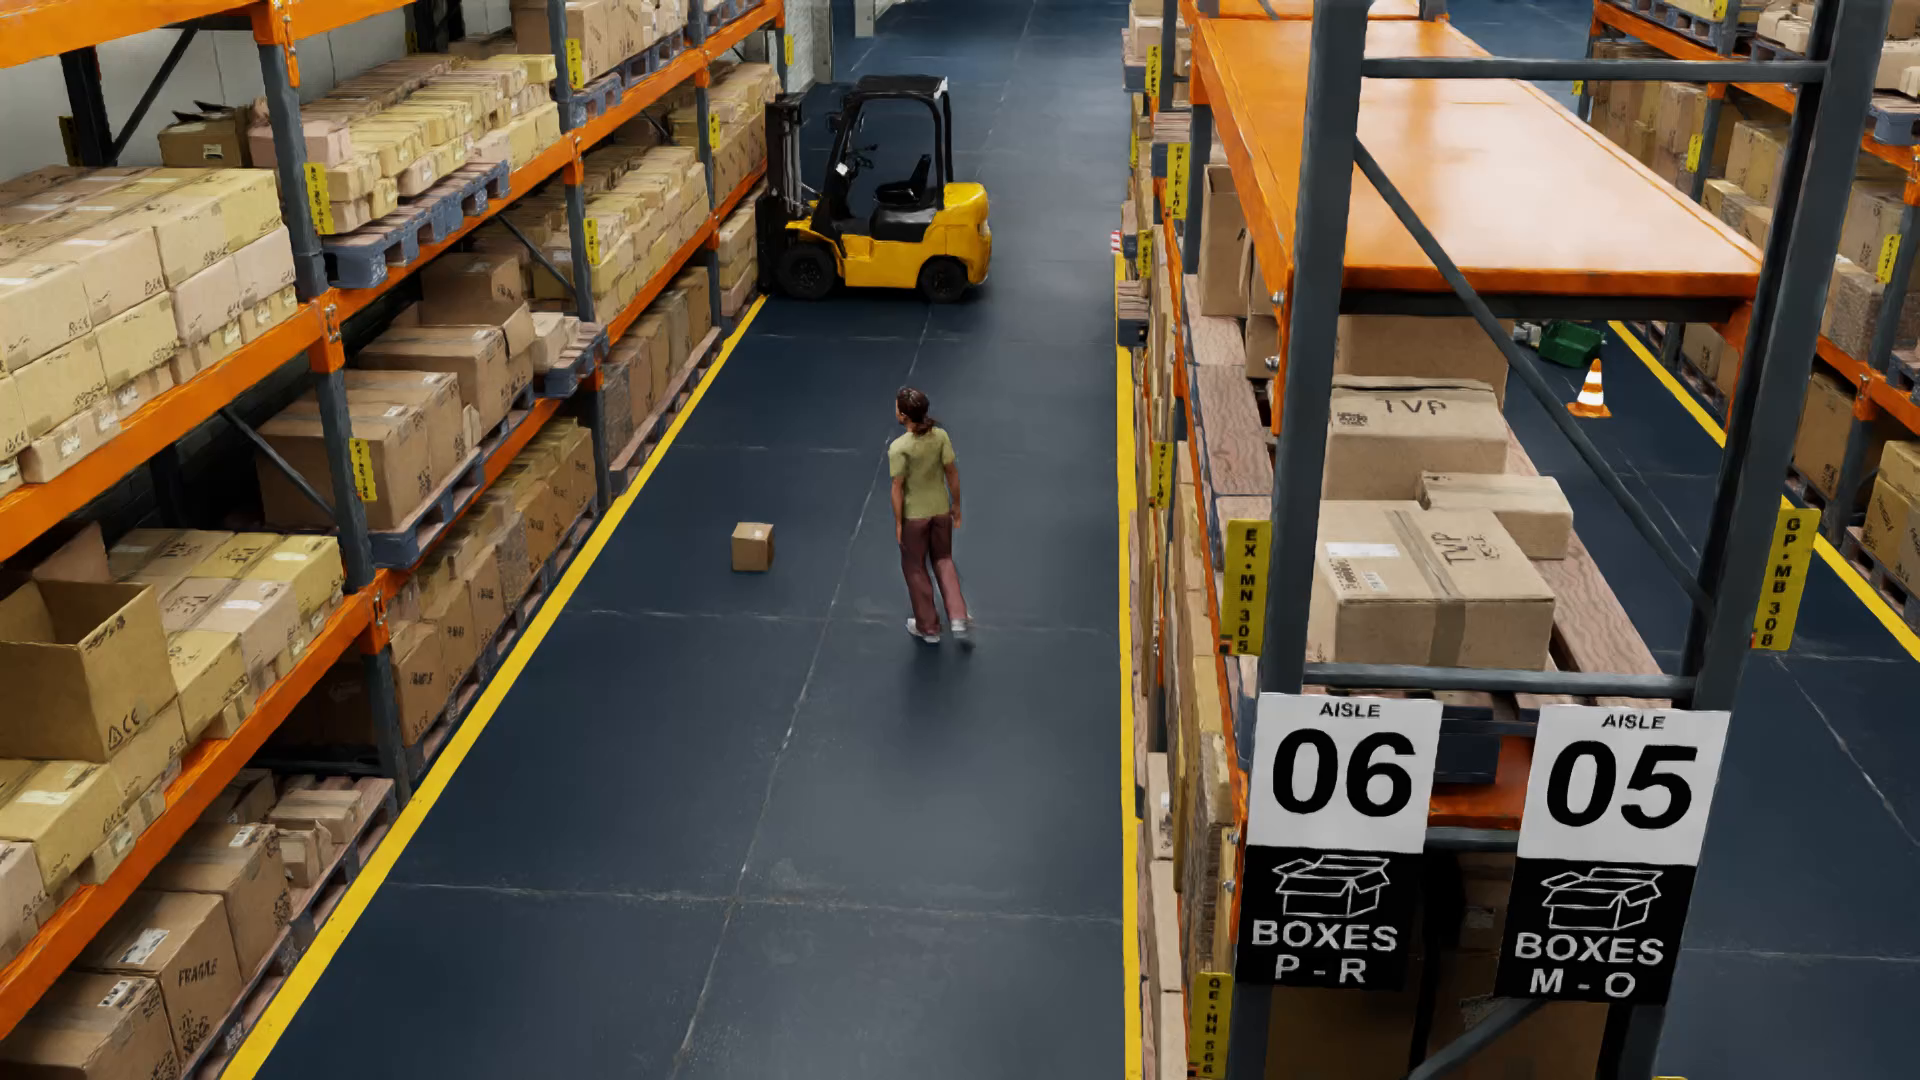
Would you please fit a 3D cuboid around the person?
[{"bbox_3d":[-0.176,-0.119,10.259,0.514,1.662,0.506,-14,28,-27],"label":"person"}]
